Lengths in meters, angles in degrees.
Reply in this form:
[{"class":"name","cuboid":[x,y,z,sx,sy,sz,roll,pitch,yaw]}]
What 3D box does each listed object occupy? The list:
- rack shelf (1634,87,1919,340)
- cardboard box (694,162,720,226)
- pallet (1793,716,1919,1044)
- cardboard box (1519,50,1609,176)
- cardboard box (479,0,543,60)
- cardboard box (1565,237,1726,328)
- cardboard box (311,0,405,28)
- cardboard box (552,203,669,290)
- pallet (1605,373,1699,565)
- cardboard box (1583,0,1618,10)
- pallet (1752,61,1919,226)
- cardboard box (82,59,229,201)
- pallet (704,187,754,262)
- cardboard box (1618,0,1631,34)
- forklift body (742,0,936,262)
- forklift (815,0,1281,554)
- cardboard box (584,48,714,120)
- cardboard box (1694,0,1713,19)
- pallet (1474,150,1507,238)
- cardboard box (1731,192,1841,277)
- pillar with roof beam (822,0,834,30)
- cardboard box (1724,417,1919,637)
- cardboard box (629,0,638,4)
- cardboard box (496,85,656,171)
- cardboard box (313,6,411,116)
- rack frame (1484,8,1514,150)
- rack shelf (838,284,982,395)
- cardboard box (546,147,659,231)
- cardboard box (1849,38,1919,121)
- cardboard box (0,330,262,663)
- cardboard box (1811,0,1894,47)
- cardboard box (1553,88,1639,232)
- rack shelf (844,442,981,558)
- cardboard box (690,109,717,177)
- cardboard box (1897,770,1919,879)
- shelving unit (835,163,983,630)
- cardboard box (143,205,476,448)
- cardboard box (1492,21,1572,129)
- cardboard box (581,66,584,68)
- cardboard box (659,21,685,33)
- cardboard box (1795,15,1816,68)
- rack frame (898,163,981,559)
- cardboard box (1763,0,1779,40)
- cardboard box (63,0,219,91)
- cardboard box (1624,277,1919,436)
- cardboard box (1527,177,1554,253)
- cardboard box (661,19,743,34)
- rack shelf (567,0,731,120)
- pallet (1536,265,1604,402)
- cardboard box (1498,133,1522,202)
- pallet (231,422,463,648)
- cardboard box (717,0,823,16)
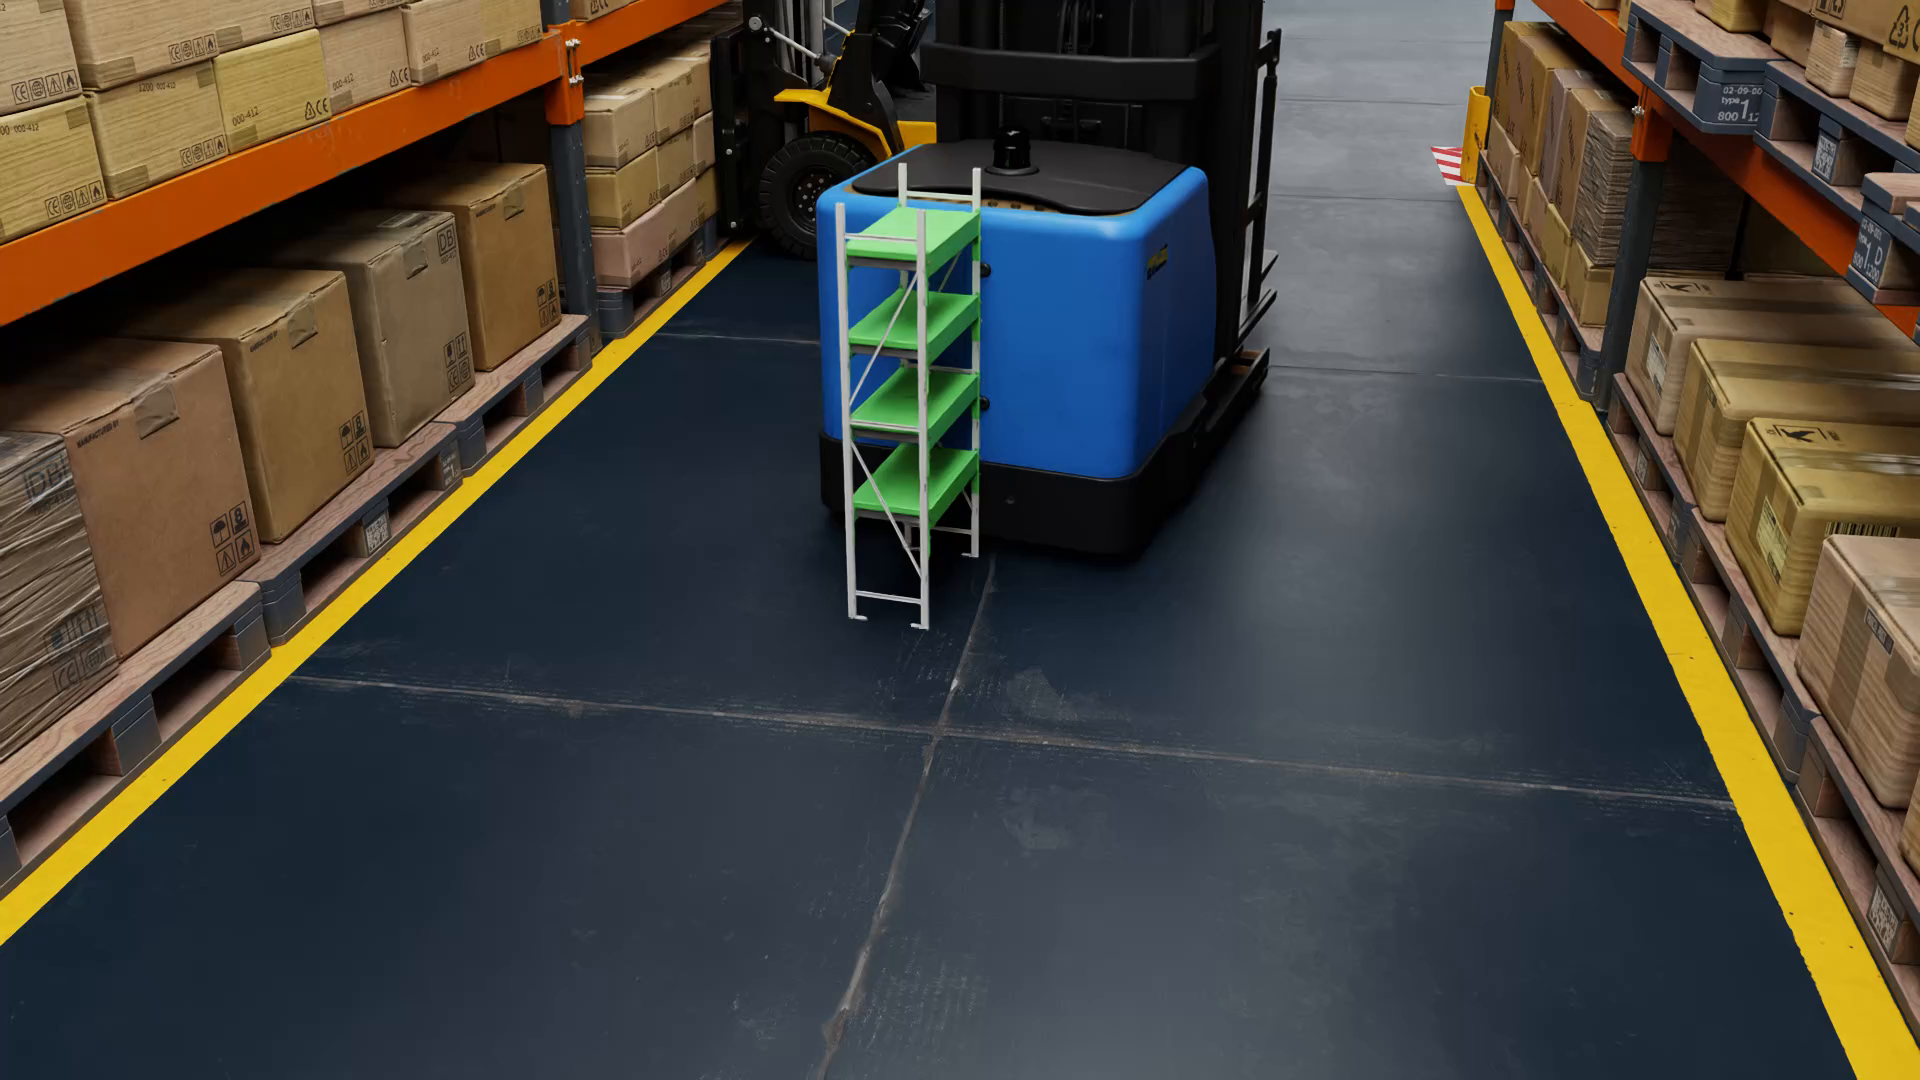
[{"class":"rack shelf","cuboid":[2.574,-0.660,3.969,1.077,0.370,4.000,4,25,9]},{"class":"cardboard box","cuboid":[-1.454,-1.718,8.130,0.500,0.250,0.500,4,25,9]},{"class":"pallet","cuboid":[2.377,0.787,3.319,1.003,0.211,1.213,4,25,9]},{"class":"cardboard box","cuboid":[2.976,-2.023,7.897,0.500,0.500,0.500,5,25,10]},{"class":"cardboard box","cuboid":[-1.821,-1.867,5.878,0.500,0.250,0.500,5,25,10]},{"class":"cardboard box","cuboid":[2.733,-1.033,6.666,0.500,0.250,0.500,5,26,11]},{"class":"cardboard box","cuboid":[-1.991,-1.671,4.868,0.500,0.250,0.500,5,25,10]},{"class":"cardboard box","cuboid":[-1.591,-1.288,7.212,0.500,0.250,0.500,4,25,9]},{"class":"pallet","cuboid":[2.776,-0.233,5.499,1.003,0.211,1.213,4,25,9]},{"class":"cardboard box","cuboid":[2.816,-2.289,6.898,0.380,0.149,0.250,4,25,8]},{"class":"pallet","cuboid":[2.531,-0.893,3.845,1.003,0.211,1.213,4,25,9]},{"class":"cardboard box","cuboid":[-2.172,-1.018,4.063,0.500,0.250,0.500,3,25,7]},{"class":"pallet","cuboid":[-1.628,-1.743,8.724,1.003,0.211,1.213,4,25,9]},{"class":"cardboard box","cuboid":[2.687,-1.968,6.213,0.380,0.149,0.250,5,25,10]},{"class":"forklift body","cuboid":[0.147,-2.533,8.125,2.313,2.155,1.214,4,25,9]},{"class":"forklift","cuboid":[0.564,-1.885,5.819,1.130,2.935,3.031,9,27,19]},{"class":"cardboard box","cuboid":[-1.444,-2.165,7.905,0.500,0.250,0.500,5,26,10]},{"class":"cardboard box","cuboid":[2.499,-1.689,5.121,0.380,0.149,0.250,4,25,9]},{"class":"pallet","cuboid":[3.375,-1.863,8.981,1.003,0.211,1.213,4,25,9]},{"class":"cardboard box","cuboid":[3.264,-1.334,6.426,0.500,0.500,0.500,5,26,11]},{"class":"pillar with roof beam","cuboid":[2.882,-8.537,12.873,9.100,9.000,0.400,4,25,9]},{"class":"cardboard box","cuboid":[2.592,-0.011,4.339,0.950,0.372,0.625,5,26,10]},{"class":"cardboard box","cuboid":[-1.597,-2.596,7.140,0.500,0.500,0.500,4,25,9]},{"class":"cardboard box","cuboid":[-1.608,-1.743,7.003,0.500,0.250,0.500,4,25,8]},{"class":"cardboard box","cuboid":[-2.009,-1.451,4.989,0.500,0.250,0.500,4,25,9]},{"class":"rack frame","cuboid":[3.555,-3.495,9.178,1.000,3.000,0.127,4,25,9]},{"class":"rack shelf","cuboid":[-0.130,-0.564,4.625,0.258,0.148,0.480,8,26,16]},{"class":"cardboard box","cuboid":[-1.613,-1.516,7.110,0.500,0.250,0.500,4,25,8]},{"class":"cardboard box","cuboid":[2.244,-1.032,3.718,0.380,0.149,0.250,3,25,7]},{"class":"cardboard box","cuboid":[-2.436,-0.140,4.316,0.875,0.625,0.625,5,26,10]},{"class":"cardboard box","cuboid":[2.293,-1.385,3.706,0.500,0.500,0.500,3,25,6]},{"class":"cardboard box","cuboid":[2.815,-1.585,6.962,0.500,0.500,0.500,4,25,9]},{"class":"rack shelf","cuboid":[-0.130,-0.130,4.829,0.258,0.148,0.480,8,26,16]},{"class":"cardboard box","cuboid":[-1.439,-1.937,8.008,0.500,0.250,0.500,4,25,8]},{"class":"cardboard box","cuboid":[2.350,0.615,3.001,0.950,0.372,0.625,2,25,5]},{"class":"shelving unit","cuboid":[-0.130,-0.405,4.700,0.258,1.200,0.503,8,26,16]},{"class":"cardboard box","cuboid":[-2.205,-0.736,5.590,0.875,0.625,0.625,4,25,8]},{"class":"cardboard box","cuboid":[3.147,-2.451,8.812,0.500,0.500,0.500,3,25,7]},{"class":"cardboard box","cuboid":[-1.943,-2.205,7.991,0.500,0.250,0.500,4,25,9]},{"class":"cardboard box","cuboid":[-1.778,-2.629,8.898,0.500,0.250,0.500,4,25,8]},{"class":"cardboard box","cuboid":[2.353,-1.253,4.190,0.380,0.149,0.250,4,25,9]},{"class":"rack frame","cuboid":[-0.058,-0.504,4.911,0.240,1.200,0.015,8,26,16]},{"class":"cardboard box","cuboid":[2.479,-1.461,4.635,0.380,0.149,0.250,6,26,12]},{"class":"cardboard box","cuboid":[-2.150,-1.245,3.960,0.500,0.250,0.500,3,25,7]},{"class":"cardboard box","cuboid":[2.818,-0.602,5.603,0.950,0.372,0.625,4,25,9]},{"class":"cardboard box","cuboid":[2.898,-1.468,7.597,0.500,0.250,0.500,4,25,9]},{"class":"cardboard box","cuboid":[-1.260,-2.595,8.824,0.500,0.250,0.500,4,25,9]},{"class":"rack shelf","cuboid":[-1.669,-2.675,8.275,1.077,0.370,4.000,4,25,9]},{"class":"pallet","cuboid":[2.976,-0.842,6.800,1.003,0.211,1.213,4,25,9]},{"class":"cardboard box","cuboid":[3.060,-1.909,8.537,0.500,0.250,0.500,5,26,10]},{"class":"pallet","cuboid":[-2.275,-0.079,5.169,1.003,0.211,1.213,4,25,9]},{"class":"cardboard box","cuboid":[-1.110,-3.021,9.734,0.500,0.250,0.500,5,26,10]}]
